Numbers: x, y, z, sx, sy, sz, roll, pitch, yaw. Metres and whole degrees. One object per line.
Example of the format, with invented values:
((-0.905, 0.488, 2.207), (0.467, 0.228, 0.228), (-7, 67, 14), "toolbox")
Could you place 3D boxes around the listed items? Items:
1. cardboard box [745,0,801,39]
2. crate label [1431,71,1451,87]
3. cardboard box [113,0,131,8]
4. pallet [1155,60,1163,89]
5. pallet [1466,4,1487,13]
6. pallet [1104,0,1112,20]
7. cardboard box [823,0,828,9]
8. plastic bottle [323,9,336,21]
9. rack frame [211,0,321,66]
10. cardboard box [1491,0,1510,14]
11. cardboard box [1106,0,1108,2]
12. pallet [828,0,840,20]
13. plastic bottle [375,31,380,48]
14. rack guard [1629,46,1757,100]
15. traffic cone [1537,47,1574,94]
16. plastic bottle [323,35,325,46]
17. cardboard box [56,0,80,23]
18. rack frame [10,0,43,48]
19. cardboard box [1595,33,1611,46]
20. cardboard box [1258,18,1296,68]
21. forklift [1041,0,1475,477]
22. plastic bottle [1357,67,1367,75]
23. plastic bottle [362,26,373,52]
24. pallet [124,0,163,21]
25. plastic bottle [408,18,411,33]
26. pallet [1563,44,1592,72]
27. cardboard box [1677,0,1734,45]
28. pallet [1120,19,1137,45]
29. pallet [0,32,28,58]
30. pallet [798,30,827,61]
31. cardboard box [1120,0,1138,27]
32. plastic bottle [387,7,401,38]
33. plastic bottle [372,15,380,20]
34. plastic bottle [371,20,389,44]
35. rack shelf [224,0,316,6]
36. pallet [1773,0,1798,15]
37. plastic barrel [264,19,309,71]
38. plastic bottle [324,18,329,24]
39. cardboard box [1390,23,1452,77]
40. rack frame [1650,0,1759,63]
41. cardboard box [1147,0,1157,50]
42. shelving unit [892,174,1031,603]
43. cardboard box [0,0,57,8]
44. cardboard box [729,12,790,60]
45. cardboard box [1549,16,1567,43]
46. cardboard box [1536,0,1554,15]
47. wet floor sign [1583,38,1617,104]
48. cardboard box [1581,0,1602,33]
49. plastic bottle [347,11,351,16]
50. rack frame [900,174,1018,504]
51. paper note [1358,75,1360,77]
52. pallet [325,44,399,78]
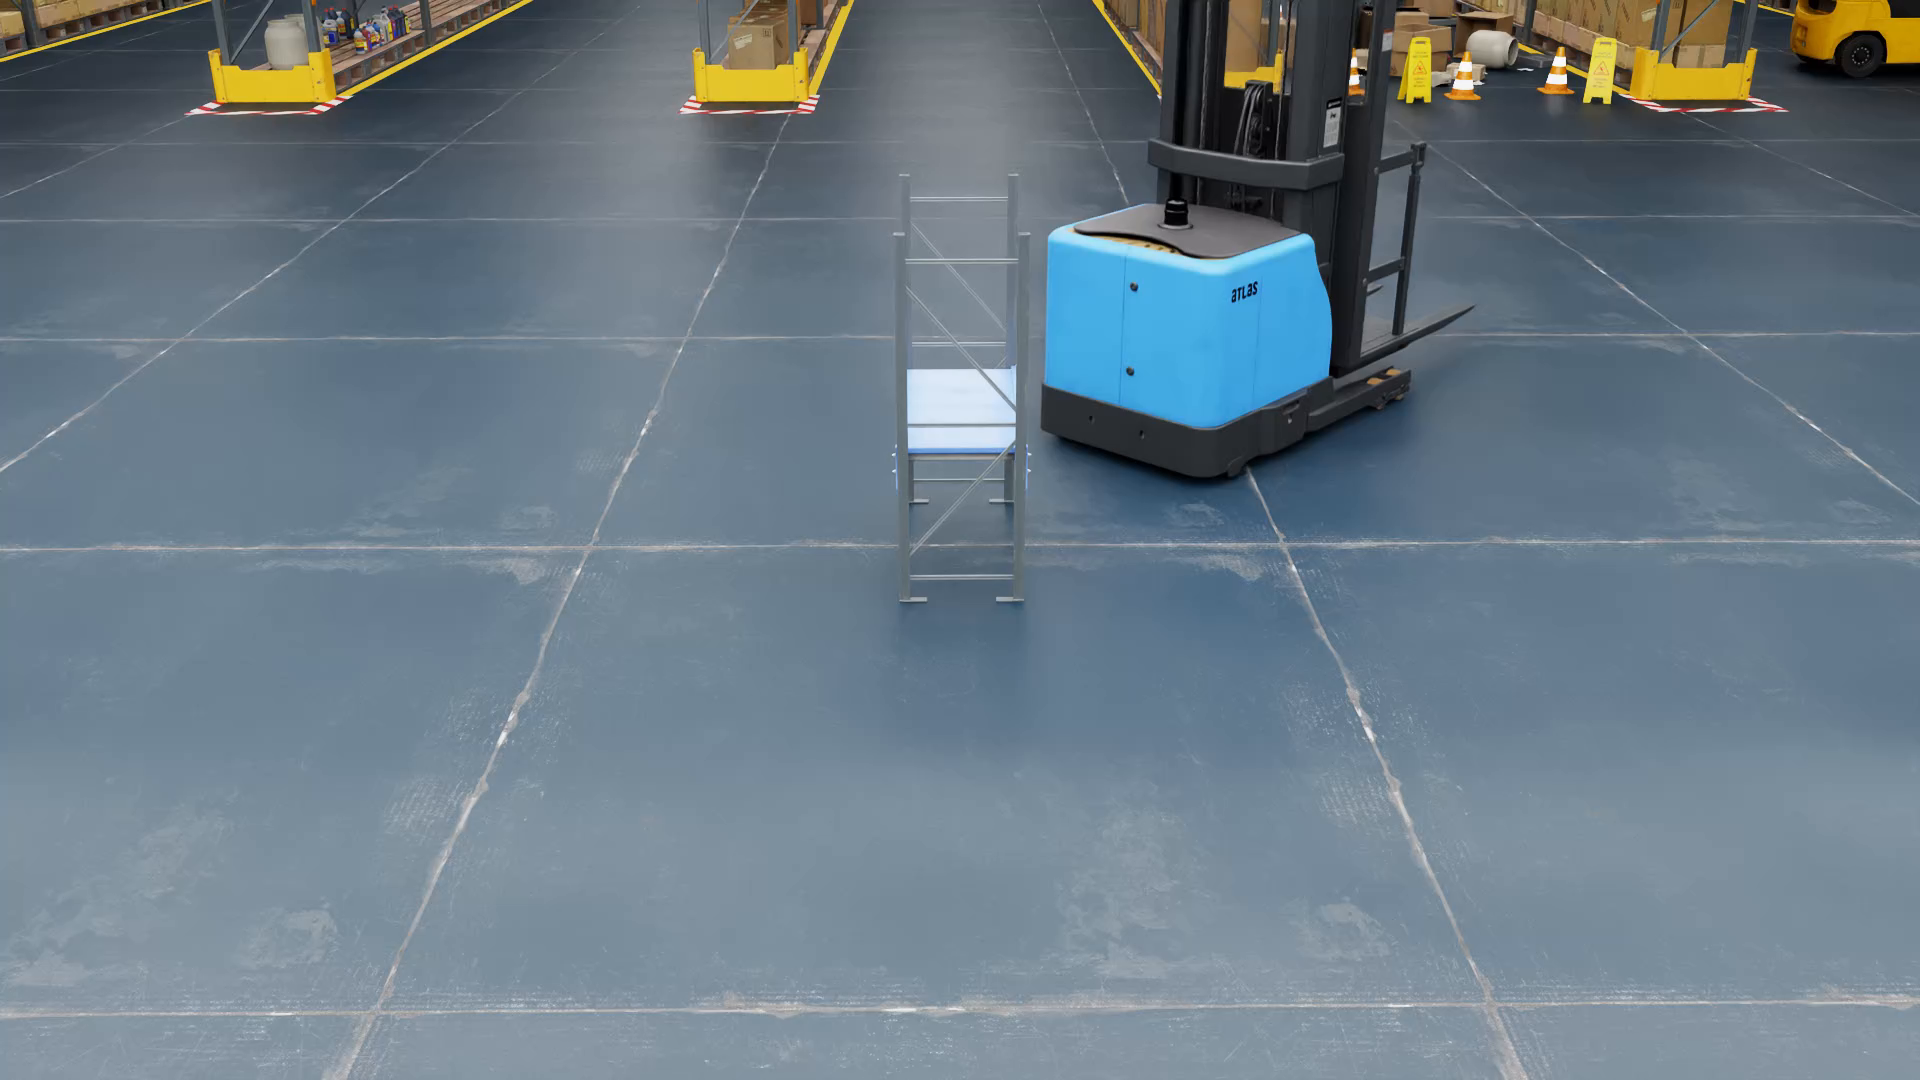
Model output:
((-2.248, -6.291, 20.044), (0.500, 0.500, 0.500), (8, 25, 16), "cardboard box")
((5.255, -5.082, 18.320), (0.250, 0.136, 0.298), (-14, 28, -28), "crate label")
((-11.915, -7.548, 23.127), (0.500, 0.250, 0.500), (0, 24, 1), "cardboard box")
((2.691, -5.031, 18.117), (1.003, 0.211, 1.213), (0, 24, -1), "pallet")
((7.657, -7.239, 22.999), (1.003, 0.211, 1.213), (0, 24, -1), "pallet")
((2.624, -7.673, 23.959), (1.003, 0.211, 1.213), (0, 24, -1), "pallet")
((-2.211, -7.611, 22.939), (0.700, 0.500, 0.500), (2, 24, 4), "cardboard box")
((-7.583, -6.199, 19.996), (0.144, 0.351, 0.185), (-1, 24, -3), "plastic bottle")
((-7.136, -5.969, 16.808), (1.000, 3.000, 0.127), (0, 24, -1), "rack frame")
((7.663, -7.191, 22.188), (0.950, 0.372, 0.625), (1, 24, 3), "cardboard box")
((2.607, -8.184, 23.925), (1.050, 0.750, 0.750), (-1, 24, -1), "cardboard box")
((-2.263, -7.696, 24.009), (1.003, 0.211, 1.213), (0, 24, -1), "pallet")
((-6.850, -5.867, 19.443), (0.097, 0.201, 0.097), (0, 24, 0), "plastic bottle")
((7.726, -4.928, 17.540), (1.175, 0.500, 0.348), (0, 24, -1), "rack guard")
((6.432, -5.052, 17.858), (0.336, 0.463, 0.334), (0, 24, -1), "traffic cone")
((-7.446, -5.819, 19.338), (0.097, 0.201, 0.097), (0, 24, 0), "plastic bottle")
((-11.893, -6.913, 21.723), (0.500, 0.250, 0.500), (0, 24, 1), "cardboard box")
((-12.132, -7.597, 20.407), (1.000, 3.000, 0.127), (0, 24, -1), "rack frame")
((7.451, -5.520, 18.642), (0.500, 0.250, 0.500), (0, 24, 0), "cardboard box")
((3.777, -5.848, 19.570), (0.500, 0.500, 0.500), (4, 25, 9), "cardboard box")
((1.765, -2.148, 8.443), (1.130, 2.935, 3.031), (20, 31, 38), "forklift")
((4.619, -5.398, 19.110), (0.133, 0.061, 0.283), (-9, 26, -19), "plastic bottle")
((-6.828, -5.774, 19.139), (0.061, 0.283, 0.133), (0, 24, 0), "plastic bottle")
((-12.206, -7.635, 23.875), (1.003, 0.211, 1.213), (0, 24, -1), "pallet")
((-6.864, -6.395, 20.611), (0.097, 0.201, 0.097), (0, 24, 0), "plastic bottle")
((7.742, -5.633, 19.449), (1.003, 0.211, 1.213), (0, 24, -1), "pallet")
((7.993, -5.660, 18.041), (0.500, 0.500, 0.500), (-1, 24, -2), "cardboard box")
((2.650, -6.668, 21.736), (1.003, 0.211, 1.213), (0, 24, -1), "pallet")
((-12.166, -5.998, 20.257), (1.003, 0.211, 1.213), (0, 24, -1), "pallet")
((-2.184, -6.093, 20.465), (1.003, 0.211, 1.213), (0, 24, -1), "pallet")
((2.638, -7.042, 21.401), (1.050, 0.750, 0.750), (0, 24, -1), "cardboard box")
((-6.882, -6.268, 20.149), (0.144, 0.351, 0.185), (-1, 24, -3), "plastic bottle")
((-7.030, -6.223, 20.140), (0.152, 0.276, 0.135), (0, 24, -1), "plastic bottle")
((-6.881, -6.034, 19.722), (0.152, 0.276, 0.135), (0, 24, 0), "plastic bottle")
((-7.157, -6.466, 18.779), (1.077, 0.370, 4.000), (0, 24, -1), "rack shelf")
((12.573, -7.747, 24.122), (1.003, 0.211, 1.213), (0, 24, -1), "pallet")
((-7.219, -5.298, 17.833), (0.421, 0.512, 0.421), (0, 24, 0), "plastic barrel")
((-7.544, -6.102, 19.879), (0.097, 0.271, 0.097), (0, 24, 0), "plastic bottle")
((5.176, -5.611, 19.046), (0.797, 0.503, 0.637), (-19, 31, -36), "cardboard box")
((7.727, -6.036, 16.956), (1.000, 3.000, 0.127), (0, 24, -1), "rack frame")
((2.685, -6.213, 19.416), (0.875, 0.875, 0.875), (0, 24, 0), "cardboard box")
((0.001, -0.648, 6.863), (0.538, 1.500, 1.048), (0, 24, -1), "shelving unit")
((-11.888, -6.962, 21.150), (0.500, 0.311, 0.500), (0, 24, 0), "cardboard box")
((-2.214, -5.548, 18.400), (0.500, 0.500, 0.500), (6, 25, 13), "cardboard box")
((7.436, -6.159, 20.054), (0.500, 0.250, 0.500), (1, 24, 2), "cardboard box")
((7.419, -6.720, 20.386), (0.500, 0.500, 0.500), (1, 24, 2), "cardboard box")
((6.659, -4.880, 17.258), (0.267, 0.644, 0.232), (8, 26, 18), "wet floor sign")
((7.449, -6.068, 18.944), (0.500, 0.500, 0.500), (-1, 24, -2), "cardboard box")
((-7.477, -6.315, 20.334), (0.061, 0.283, 0.133), (0, 24, -1), "plastic bottle")
((-0.005, -0.858, 7.326), (0.500, 1.500, 0.032), (0, 24, -1), "rack frame")
((4.459, -5.255, 18.835), (0.144, 0.017, 0.142), (8, 26, 18), "paper note")
((-7.197, -5.566, 19.301), (1.003, 0.211, 1.213), (0, 24, -1), "pallet")
